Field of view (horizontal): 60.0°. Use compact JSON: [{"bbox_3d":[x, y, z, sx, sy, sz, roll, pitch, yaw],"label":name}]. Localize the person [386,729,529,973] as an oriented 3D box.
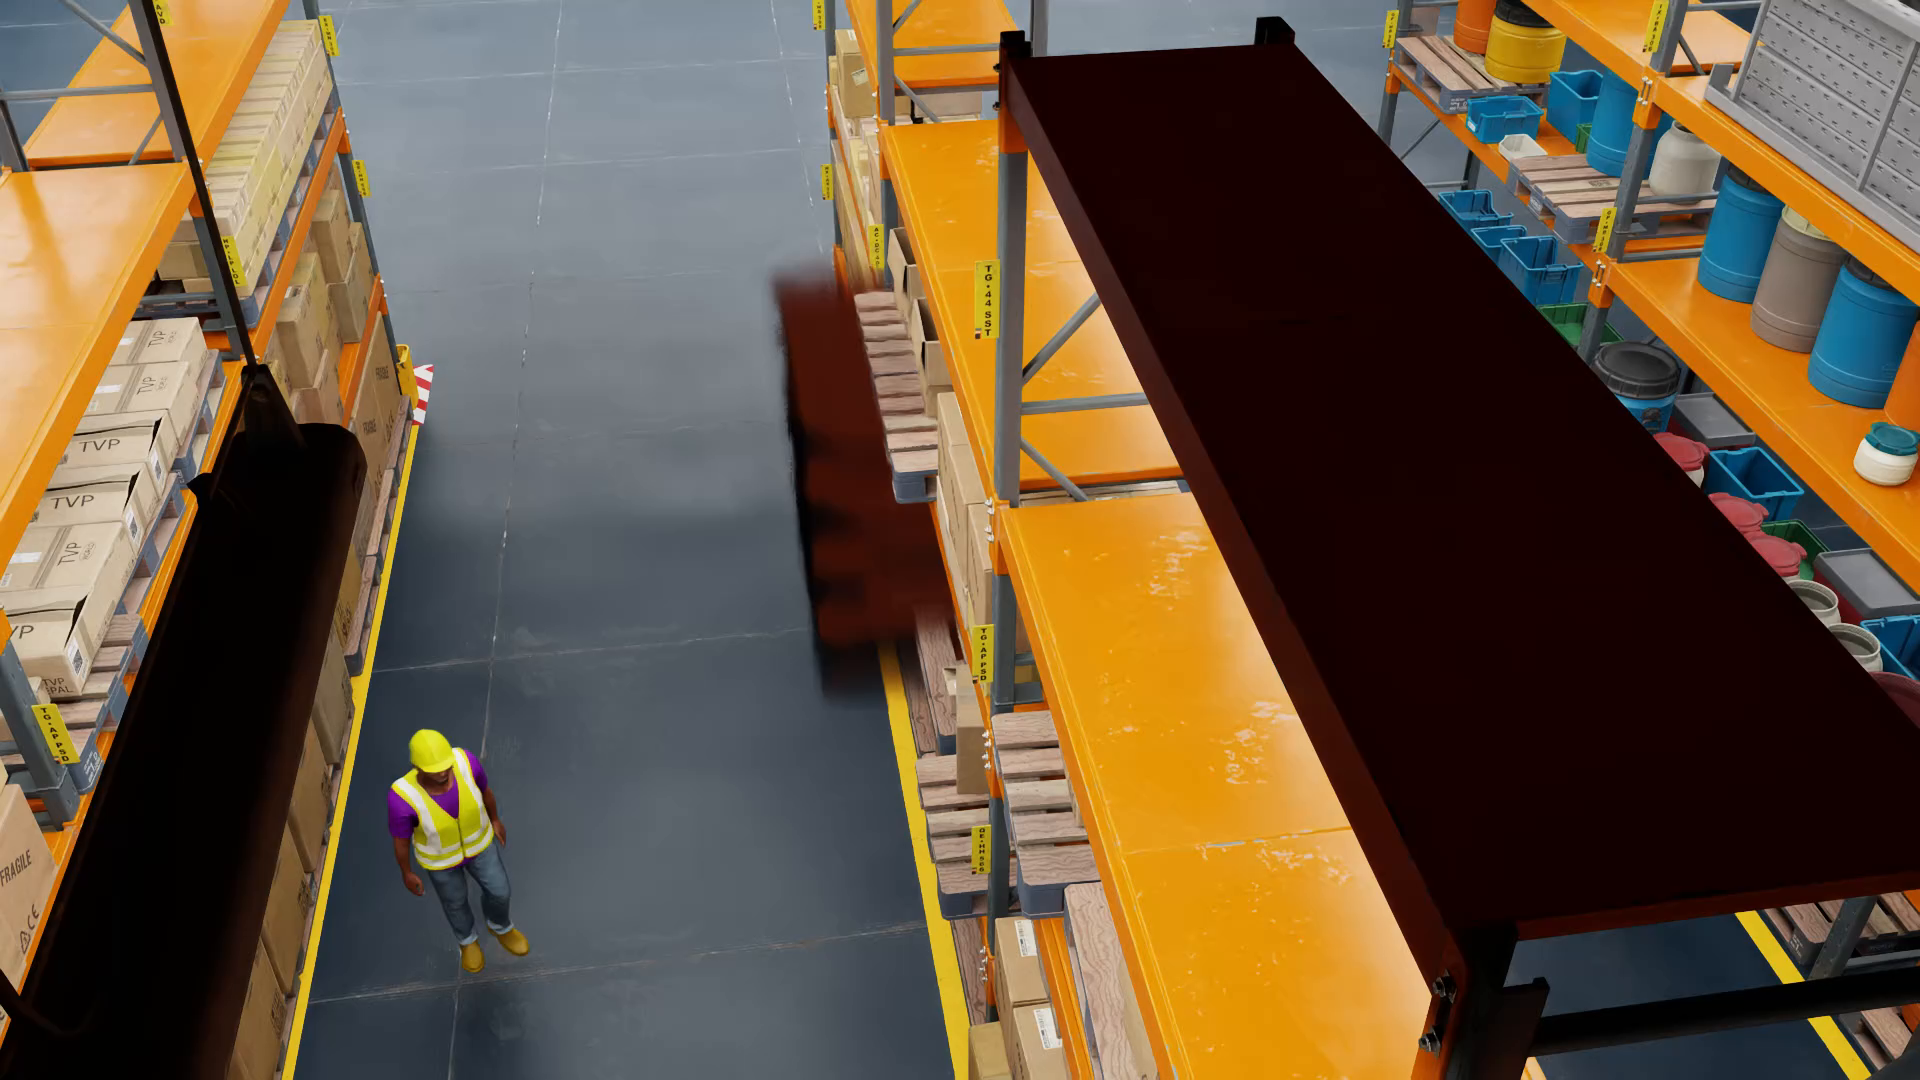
[{"bbox_3d":[-2.774,1.732,9.156,0.612,1.831,0.407,-25,43,-30],"label":"person"}]
